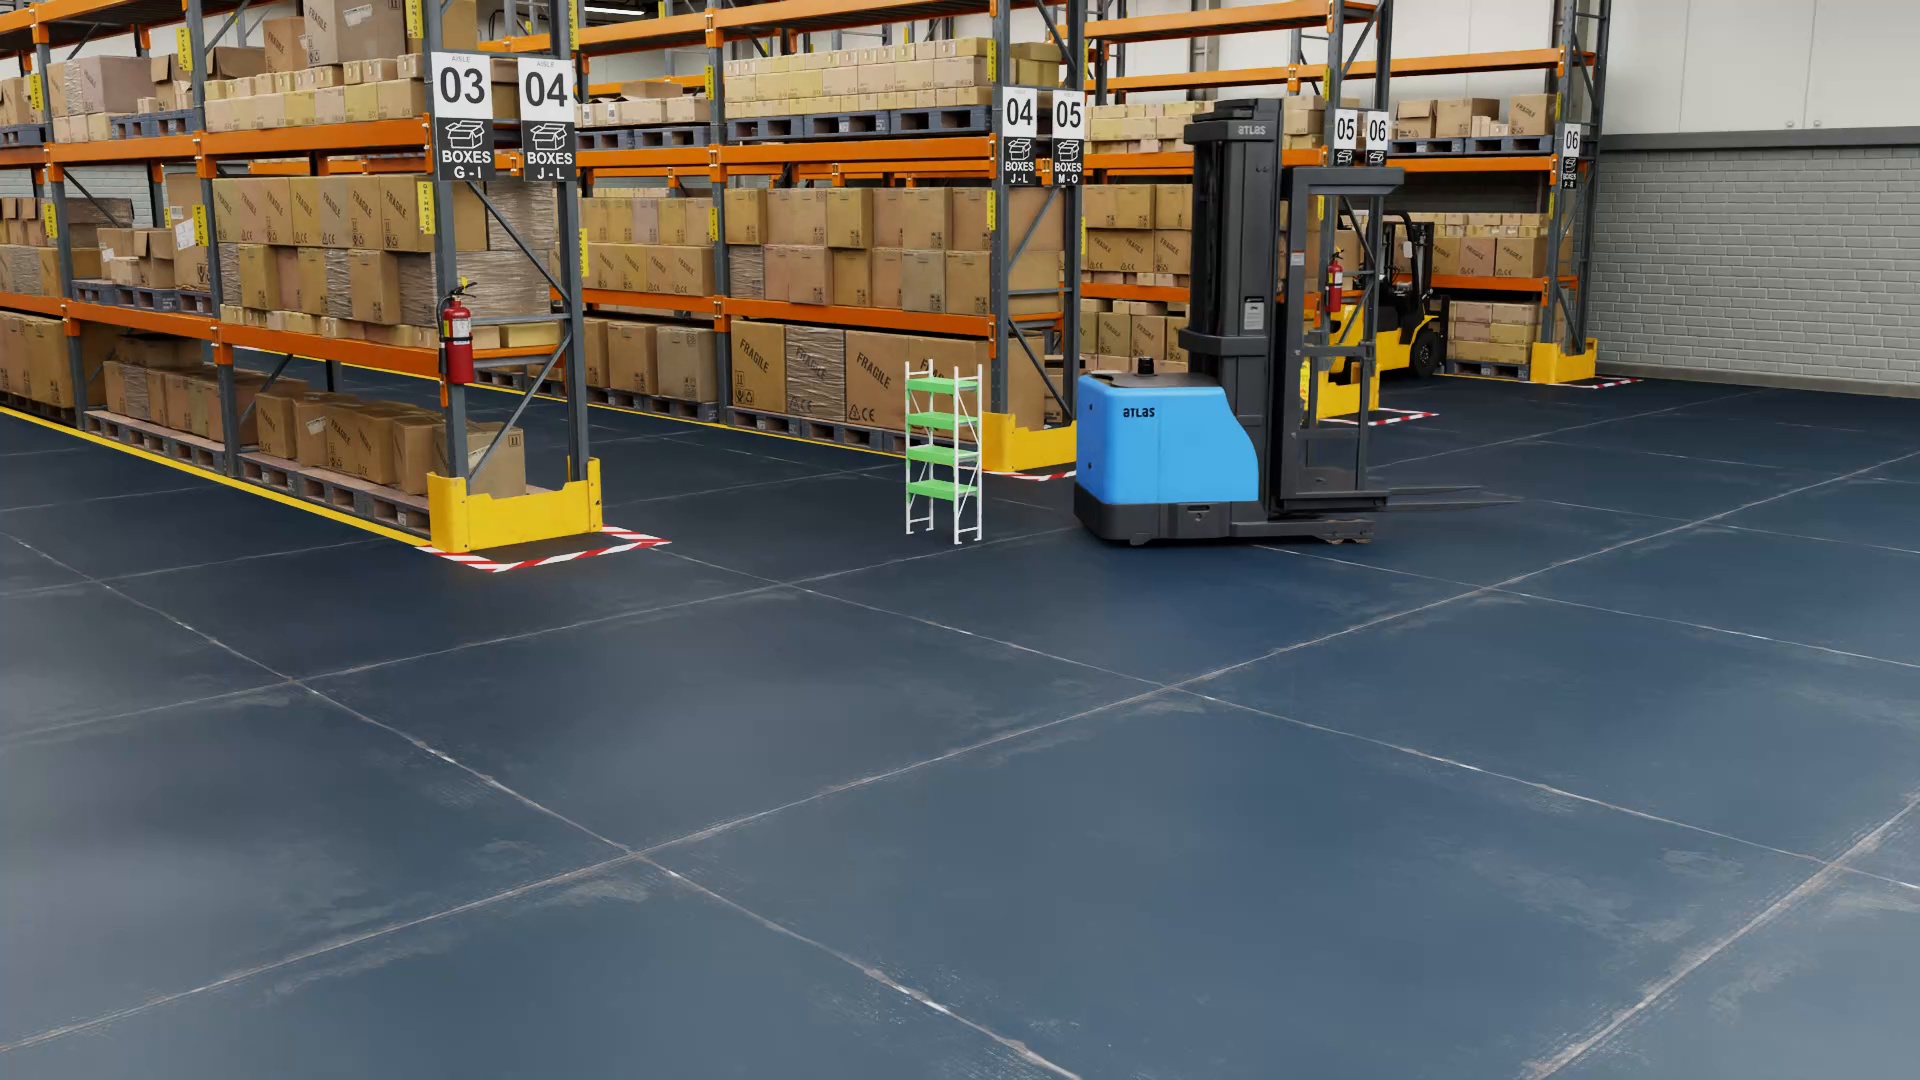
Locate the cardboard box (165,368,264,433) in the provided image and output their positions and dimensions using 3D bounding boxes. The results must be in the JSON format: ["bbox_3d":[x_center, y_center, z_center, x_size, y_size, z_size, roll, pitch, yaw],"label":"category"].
[{"bbox_3d":[-6.864,-1.294,15.363,0.500,0.500,0.700,10,15,40],"label":"cardboard box"}]

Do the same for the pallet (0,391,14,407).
[{"bbox_3d":[-10.690,-1.756,19.412,1.003,0.211,1.213,-11,16,-43],"label":"pallet"}]

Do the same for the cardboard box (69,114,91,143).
[{"bbox_3d":[-8.021,-3.857,15.636,0.500,0.250,0.500,-10,16,-41],"label":"cardboard box"}]

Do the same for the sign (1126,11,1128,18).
[{"bbox_3d":[2.638,-8.265,26.518,0.100,0.325,0.005,-11,16,-43],"label":"sign"}]

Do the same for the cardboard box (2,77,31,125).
[{"bbox_3d":[-9.649,-4.557,17.373,0.500,0.500,0.500,-10,15,-40],"label":"cardboard box"}]

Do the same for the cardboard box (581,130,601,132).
[{"bbox_3d":[-4.286,-4.869,19.469,0.380,0.166,0.250,-11,16,-43],"label":"cardboard box"}]

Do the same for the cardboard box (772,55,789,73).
[{"bbox_3d":[-1.563,-4.513,15.805,0.380,0.149,0.250,-11,16,-43],"label":"cardboard box"}]

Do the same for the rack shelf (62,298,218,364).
[{"bbox_3d":[-7.134,-1.996,15.449,1.077,0.370,4.000,-11,16,-43],"label":"rack shelf"}]

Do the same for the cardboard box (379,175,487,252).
[{"bbox_3d":[-3.549,-2.203,11.207,0.500,0.500,0.500,-11,16,-43],"label":"cardboard box"}]

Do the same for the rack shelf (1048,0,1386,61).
[{"bbox_3d":[2.795,-5.730,18.713,1.077,0.370,4.000,-11,16,-43],"label":"rack shelf"}]

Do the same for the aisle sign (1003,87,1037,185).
[{"bbox_3d":[0.498,-3.370,13.894,0.394,0.787,0.004,-11,16,-43],"label":"aisle sign"}]

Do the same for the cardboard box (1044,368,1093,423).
[{"bbox_3d":[1.133,-1.534,17.612,0.637,0.503,0.797,1,12,6],"label":"cardboard box"}]

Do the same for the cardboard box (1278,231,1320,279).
[{"bbox_3d":[3.603,-3.089,17.987,0.500,0.500,0.500,-11,16,-44],"label":"cardboard box"}]

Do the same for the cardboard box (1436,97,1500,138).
[{"bbox_3d":[6.647,-5.513,21.765,0.700,0.500,0.500,-11,16,-42],"label":"cardboard box"}]

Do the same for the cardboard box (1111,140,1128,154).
[{"bbox_3d":[1.988,-4.595,19.470,0.380,0.149,0.250,-10,15,-41],"label":"cardboard box"}]

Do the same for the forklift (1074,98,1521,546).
[{"bbox_3d":[2.377,-1.510,11.478,3.031,2.935,1.130,-2,12,-8],"label":"forklift"}]

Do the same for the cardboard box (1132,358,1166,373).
[{"bbox_3d":[2.372,-2.019,19.552,0.500,0.250,0.500,-11,16,-43],"label":"cardboard box"}]

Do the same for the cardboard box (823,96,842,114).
[{"bbox_3d":[-1.040,-4.011,15.347,0.380,0.149,0.250,-11,16,-42],"label":"cardboard box"}]

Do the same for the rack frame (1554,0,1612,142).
[{"bbox_3d":[7.764,-6.484,20.583,1.000,3.000,0.127,-11,16,-43],"label":"rack frame"}]

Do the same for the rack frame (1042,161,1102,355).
[{"bbox_3d":[1.414,-3.437,20.662,1.000,3.000,0.127,-11,16,-43],"label":"rack frame"}]

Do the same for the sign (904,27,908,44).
[{"bbox_3d":[-0.928,-8.659,28.628,0.100,0.325,0.005,-11,16,-43],"label":"sign"}]

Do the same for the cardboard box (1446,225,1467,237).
[{"bbox_3d":[6.608,-4.074,21.896,0.250,0.149,0.380,11,16,43],"label":"cardboard box"}]

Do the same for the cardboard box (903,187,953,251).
[{"bbox_3d":[-0.008,-2.878,14.901,0.875,0.550,0.550,-11,16,-43],"label":"cardboard box"}]

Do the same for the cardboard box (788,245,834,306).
[{"bbox_3d":[-1.149,-2.582,16.138,0.875,0.550,0.550,-11,16,-43],"label":"cardboard box"}]

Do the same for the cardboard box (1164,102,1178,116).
[{"bbox_3d":[2.529,-4.867,18.815,0.380,0.149,0.250,-10,16,-41],"label":"cardboard box"}]

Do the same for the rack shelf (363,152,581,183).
[{"bbox_3d":[-6.240,-4.725,21.263,1.077,0.370,4.000,-11,16,-43],"label":"rack shelf"}]

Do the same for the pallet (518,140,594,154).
[{"bbox_3d":[-4.375,-4.607,19.372,1.213,0.211,1.003,-10,15,-40],"label":"pallet"}]

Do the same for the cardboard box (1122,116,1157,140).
[{"bbox_3d":[2.220,-4.728,19.125,0.500,0.250,0.500,-11,16,-42],"label":"cardboard box"}]

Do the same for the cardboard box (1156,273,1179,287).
[{"bbox_3d":[2.471,-3.003,19.175,0.380,0.149,0.250,-11,16,-43],"label":"cardboard box"}]

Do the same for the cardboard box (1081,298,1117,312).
[{"bbox_3d":[1.669,-2.831,20.026,0.380,0.149,0.250,-11,16,-42],"label":"cardboard box"}]

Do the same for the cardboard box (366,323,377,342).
[{"bbox_3d":[-4.023,-1.509,11.926,0.380,0.149,0.250,-11,16,-43],"label":"cardboard box"}]

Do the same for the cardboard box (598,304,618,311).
[{"bbox_3d":[-5.707,-3.925,28.336,0.875,0.438,0.875,-10,16,-41],"label":"cardboard box"}]

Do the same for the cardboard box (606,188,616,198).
[{"bbox_3d":[-5.571,-5.691,27.268,0.380,0.149,0.250,-11,16,-43],"label":"cardboard box"}]

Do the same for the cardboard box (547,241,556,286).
[{"bbox_3d":[-4.744,-3.262,19.565,0.500,0.500,0.500,-11,16,-42],"label":"cardboard box"}]

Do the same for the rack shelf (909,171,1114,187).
[{"bbox_3d":[0.858,-6.122,28.042,1.077,0.370,4.000,-11,16,-43],"label":"rack shelf"}]

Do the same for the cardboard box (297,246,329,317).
[{"bbox_3d":[-4.434,-1.961,12.512,0.875,0.500,0.500,-11,16,-43],"label":"cardboard box"}]

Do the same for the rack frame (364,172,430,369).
[{"bbox_3d":[-7.621,-3.900,22.910,1.000,3.000,0.127,-11,16,-43],"label":"rack frame"}]

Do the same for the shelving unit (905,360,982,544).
[{"bbox_3d":[-0.114,-0.612,11.408,0.258,1.200,0.503,-11,16,-43],"label":"shelving unit"}]

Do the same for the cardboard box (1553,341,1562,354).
[{"bbox_3d":[7.566,-2.504,21.904,0.500,0.250,0.500,-11,16,-42],"label":"cardboard box"}]

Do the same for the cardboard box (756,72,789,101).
[{"bbox_3d":[-1.611,-4.345,15.980,0.500,0.250,0.500,-11,16,-43],"label":"cardboard box"}]

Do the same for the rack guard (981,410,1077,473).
[{"bbox_3d":[0.683,-0.921,14.644,1.175,0.500,0.348,-11,16,-43],"label":"rack guard"}]

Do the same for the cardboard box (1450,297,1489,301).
[{"bbox_3d":[6.884,-3.138,22.504,0.500,0.250,0.500,-11,16,-43],"label":"cardboard box"}]

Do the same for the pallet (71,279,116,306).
[{"bbox_3d":[-7.946,-2.457,16.379,1.213,0.211,1.003,-11,16,-43],"label":"pallet"}]

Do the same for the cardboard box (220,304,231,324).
[{"bbox_3d":[-5.822,-1.860,13.629,0.380,0.149,0.250,-11,16,-43],"label":"cardboard box"}]

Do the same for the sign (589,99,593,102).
[{"bbox_3d":[-4.451,-5.154,20.083,0.100,0.325,0.005,-11,16,-43],"label":"sign"}]

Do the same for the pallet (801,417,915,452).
[{"bbox_3d":[-0.781,-1.067,16.068,1.003,0.211,1.213,-11,16,-43],"label":"pallet"}]

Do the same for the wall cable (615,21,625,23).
[{"bbox_3d":[-6.257,-12.545,36.220,2.988,3.039,0.133,-11,16,-43],"label":"wall cable"}]

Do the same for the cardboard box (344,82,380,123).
[{"bbox_3d":[-3.854,-2.976,11.360,0.500,0.250,0.500,-11,16,-42],"label":"cardboard box"}]

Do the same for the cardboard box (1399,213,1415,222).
[{"bbox_3d":[6.139,-4.343,22.467,0.380,0.149,0.250,-11,16,-42],"label":"cardboard box"}]

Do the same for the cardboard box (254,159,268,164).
[{"bbox_3d":[-10.258,-5.779,24.965,0.500,0.250,0.500,-10,15,-41],"label":"cardboard box"}]

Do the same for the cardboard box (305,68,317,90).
[{"bbox_3d":[-4.457,-3.298,11.936,0.250,0.149,0.380,11,16,42],"label":"cardboard box"}]

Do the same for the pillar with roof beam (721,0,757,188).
[{"bbox_3d":[-7.609,-8.738,31.525,9.100,9.000,0.548,-11,16,-43],"label":"pillar with roof beam"}]

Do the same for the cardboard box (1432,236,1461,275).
[{"bbox_3d":[6.529,-3.782,22.086,0.500,0.500,0.500,-11,16,-44],"label":"cardboard box"}]

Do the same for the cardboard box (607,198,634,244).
[{"bbox_3d":[-3.496,-3.566,18.559,0.700,0.500,0.500,-11,16,-43],"label":"cardboard box"}]

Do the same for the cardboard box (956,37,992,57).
[{"bbox_3d":[0.188,-4.142,14.008,0.380,0.149,0.250,-11,16,-42],"label":"cardboard box"}]
